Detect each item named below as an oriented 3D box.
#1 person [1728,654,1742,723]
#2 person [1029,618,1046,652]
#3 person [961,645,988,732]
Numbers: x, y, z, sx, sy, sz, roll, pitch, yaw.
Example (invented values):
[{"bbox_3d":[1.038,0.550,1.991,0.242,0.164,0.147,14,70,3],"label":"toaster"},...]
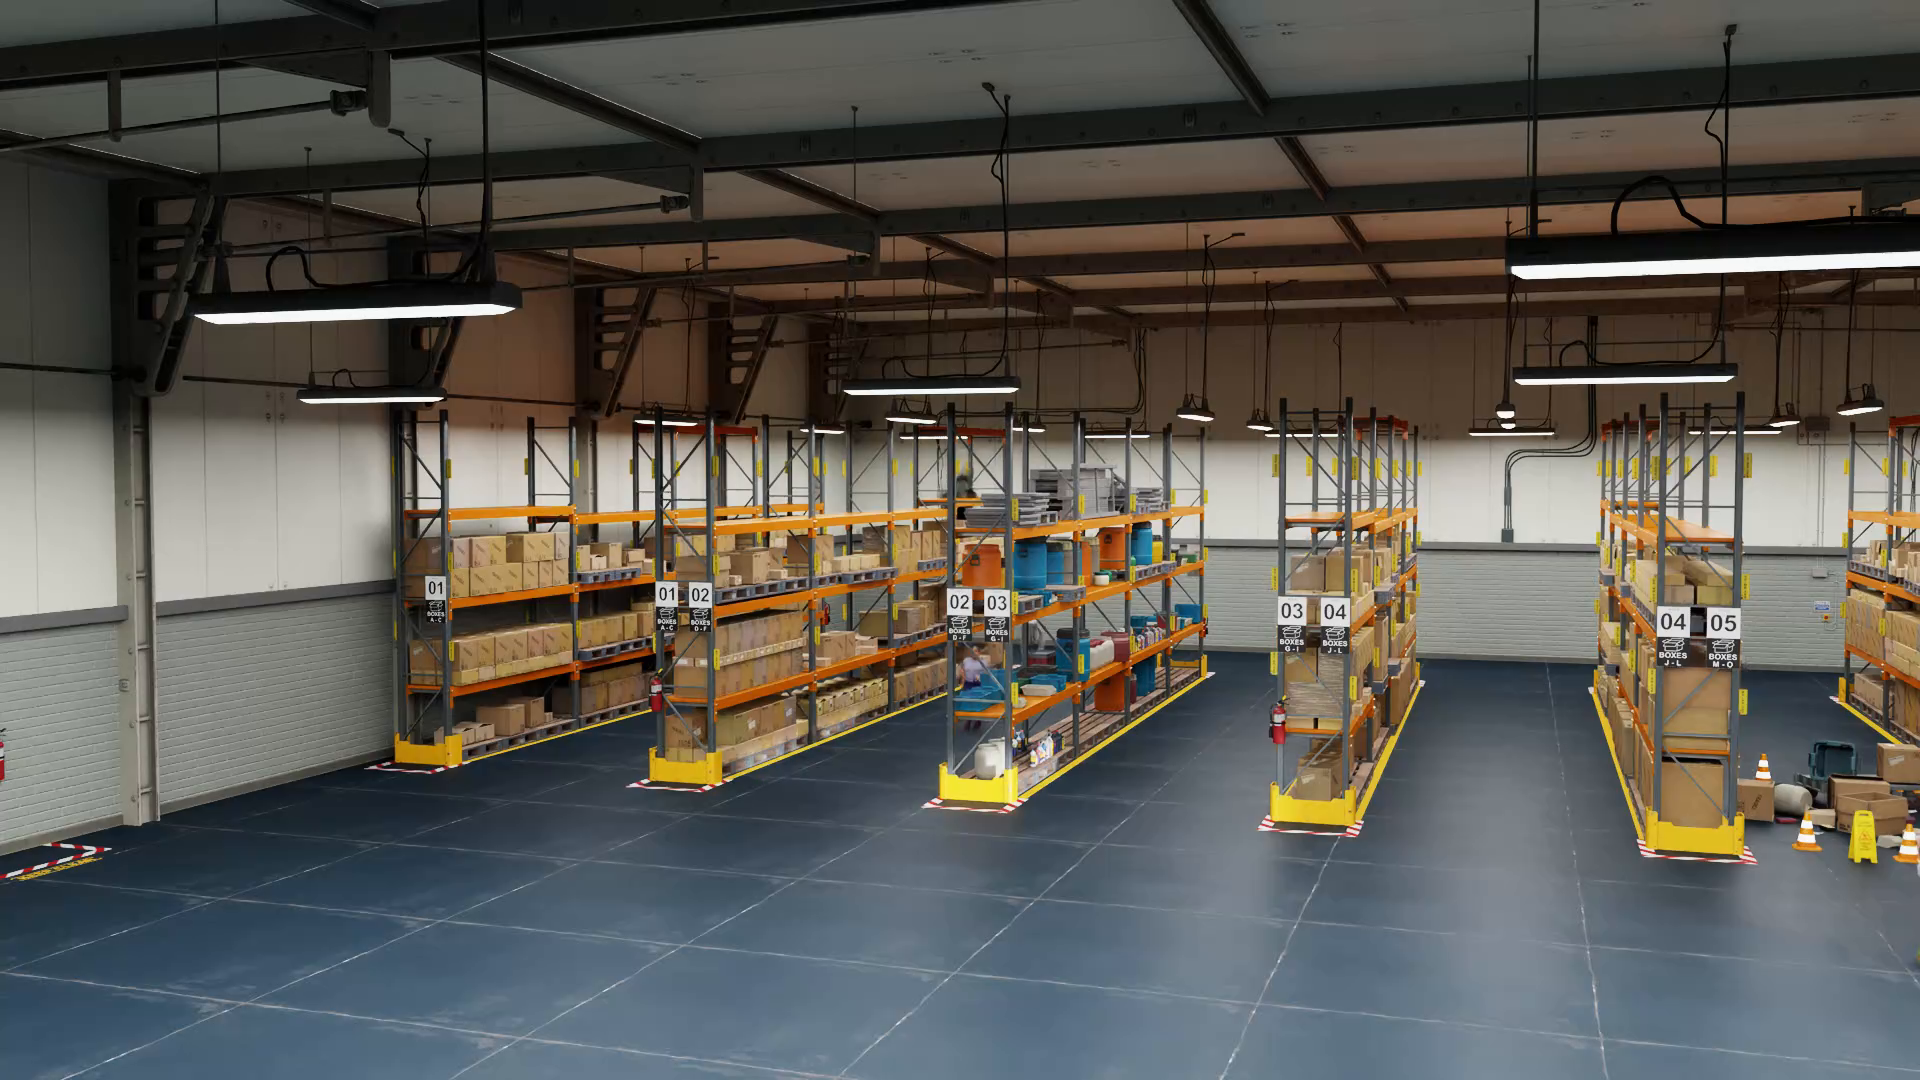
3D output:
[{"bbox_3d":[14.965,2.712,32.577,0.664,1.852,0.776,1,3,18],"label":"person"},{"bbox_3d":[1.858,2.083,42.163,0.718,1.760,0.710,2,3,36],"label":"person"},{"bbox_3d":[0.260,2.838,31.656,0.579,1.668,0.693,0,2,10],"label":"person"}]
